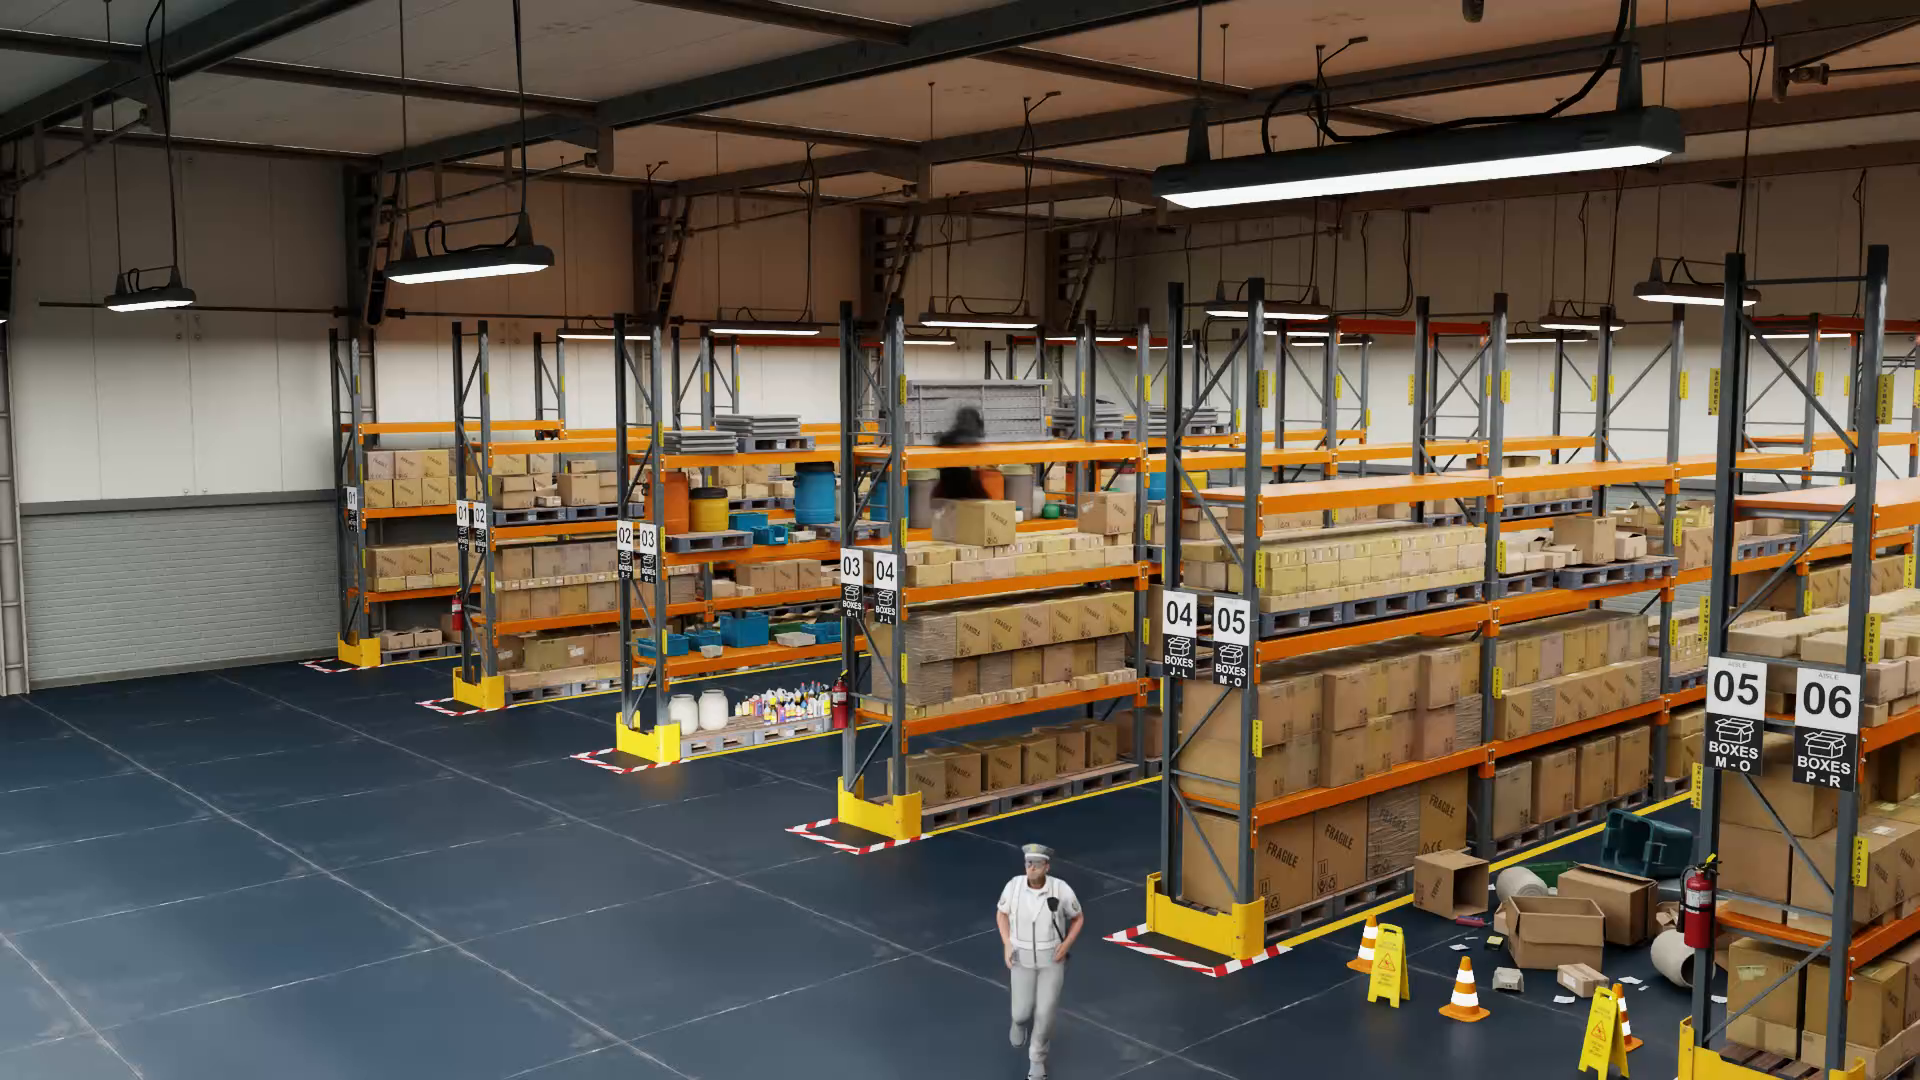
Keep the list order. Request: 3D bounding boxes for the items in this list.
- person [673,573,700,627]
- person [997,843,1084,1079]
[{"bbox_3d":[-5.113,1.189,31.021,0.715,1.768,0.962,4,7,36],"label":"person"},{"bbox_3d":[0.593,3.088,12.351,0.655,1.759,0.652,1,6,8],"label":"person"}]
